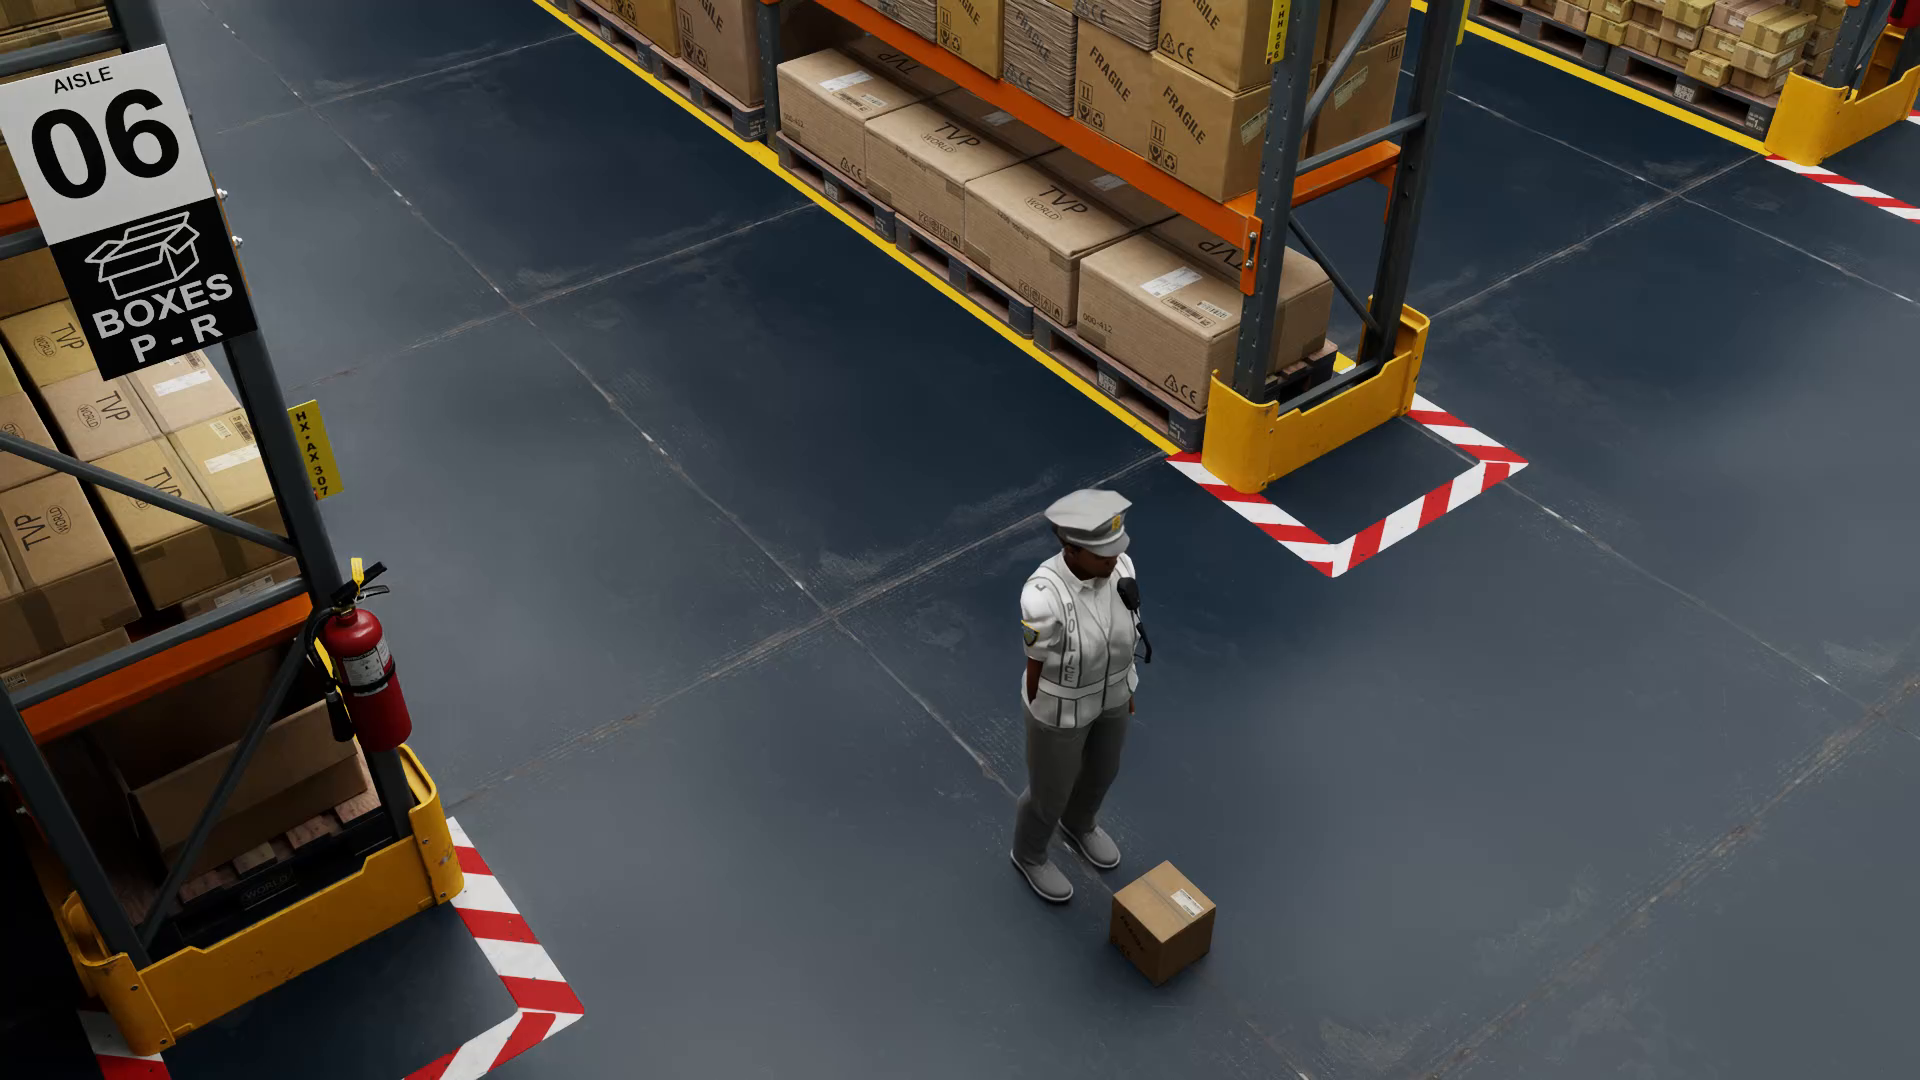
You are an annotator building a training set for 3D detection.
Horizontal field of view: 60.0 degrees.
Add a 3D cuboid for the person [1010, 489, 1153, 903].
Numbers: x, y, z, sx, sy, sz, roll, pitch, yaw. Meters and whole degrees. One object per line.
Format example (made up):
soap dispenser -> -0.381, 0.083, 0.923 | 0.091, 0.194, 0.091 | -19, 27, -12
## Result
person -> 0.406, 0.527, 5.536 | 0.435, 1.675, 0.341 | -25, 47, -27
